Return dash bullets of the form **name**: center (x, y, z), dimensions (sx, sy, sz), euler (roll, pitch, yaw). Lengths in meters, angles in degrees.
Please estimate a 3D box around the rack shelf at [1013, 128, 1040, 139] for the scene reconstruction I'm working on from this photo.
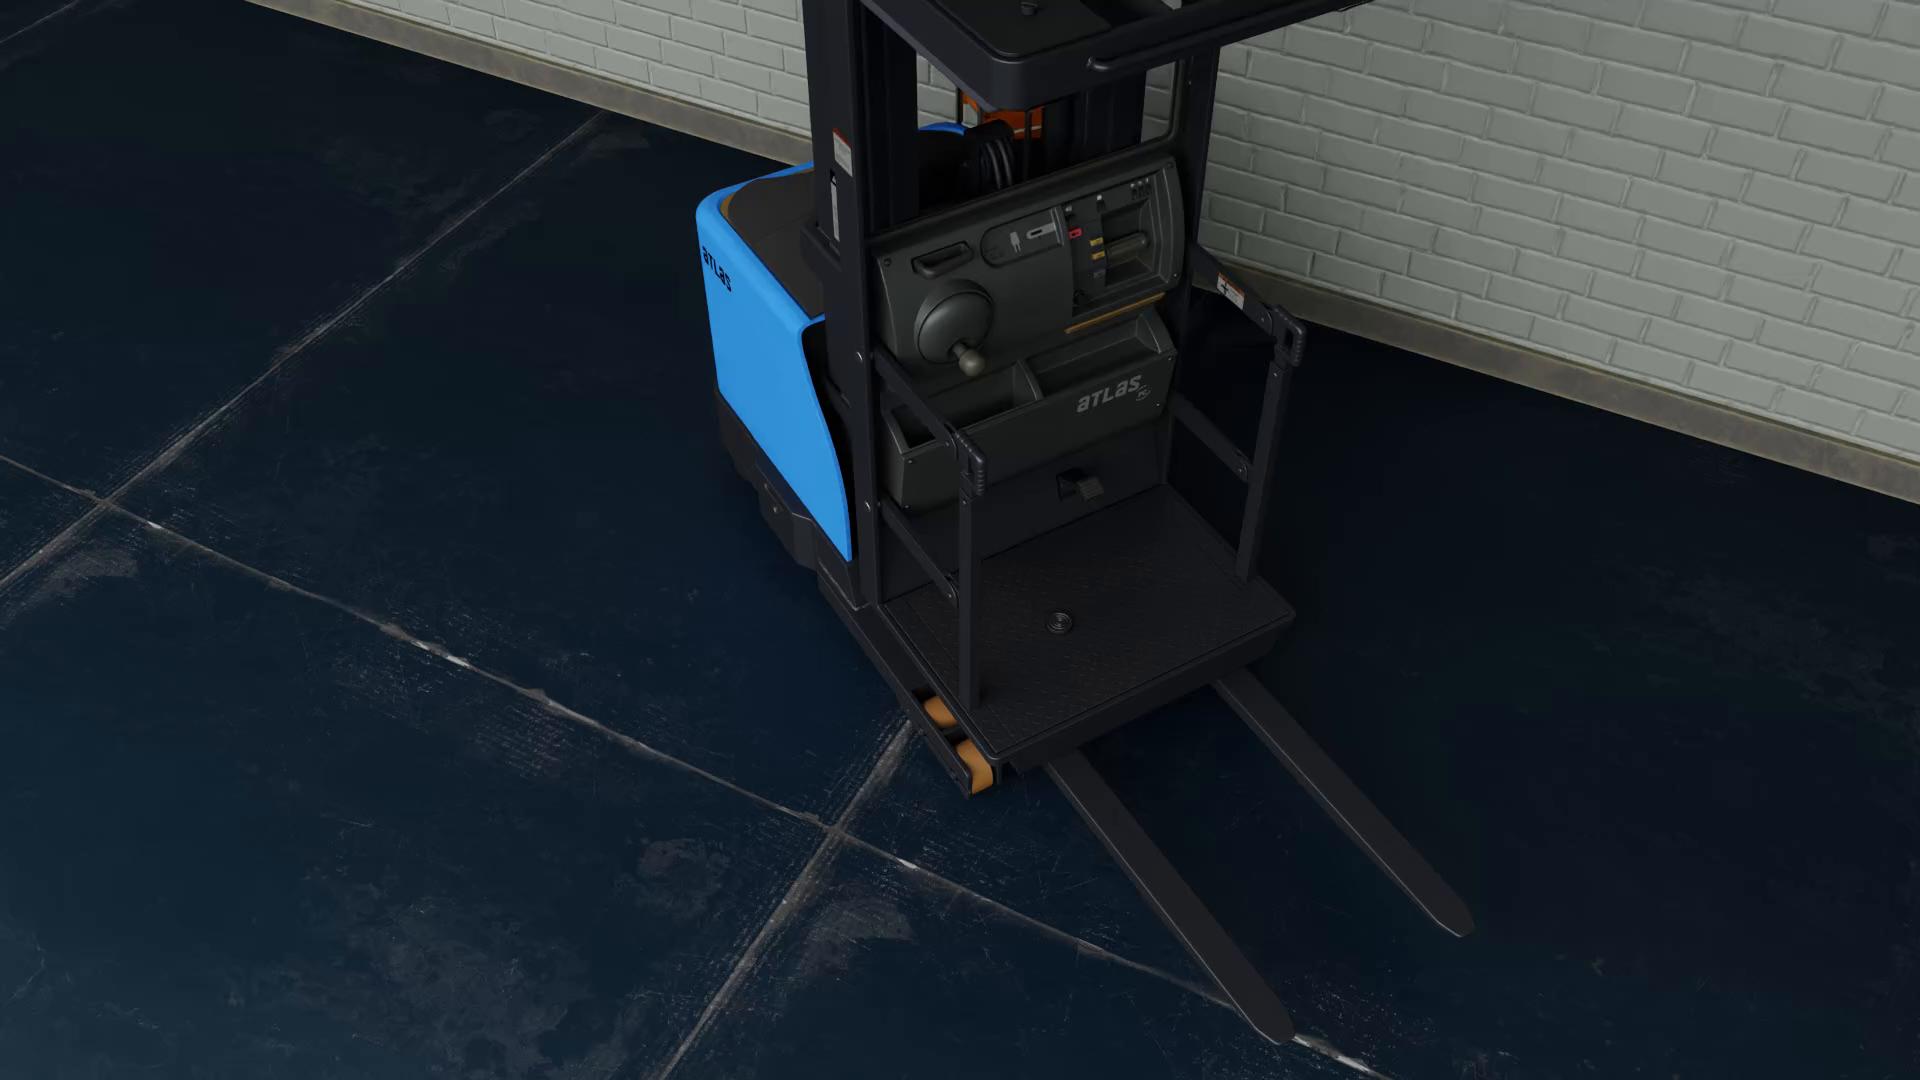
- **rack shelf**: center (0.259, -1.366, 6.037), dimensions (0.480, 0.148, 0.258), euler (-15, 47, -14)

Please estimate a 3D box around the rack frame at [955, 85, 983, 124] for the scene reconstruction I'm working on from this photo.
- **rack frame**: center (0.030, -1.196, 6.089), dimensions (0.015, 1.200, 0.240), euler (-15, 47, -14)

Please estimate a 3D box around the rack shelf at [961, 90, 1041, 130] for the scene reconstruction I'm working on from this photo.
- **rack shelf**: center (0.259, -1.532, 5.868), dimensions (0.480, 0.148, 0.258), euler (-15, 47, -14)

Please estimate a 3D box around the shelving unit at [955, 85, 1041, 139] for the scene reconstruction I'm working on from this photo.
- **shelving unit**: center (0.259, -1.256, 6.148), dimensions (0.503, 1.200, 0.258), euler (-15, 47, -14)

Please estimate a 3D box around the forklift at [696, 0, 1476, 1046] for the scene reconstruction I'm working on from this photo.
- **forklift**: center (0.316, -0.649, 4.331), dimensions (1.130, 2.935, 3.031), euler (-23, 50, -21)
